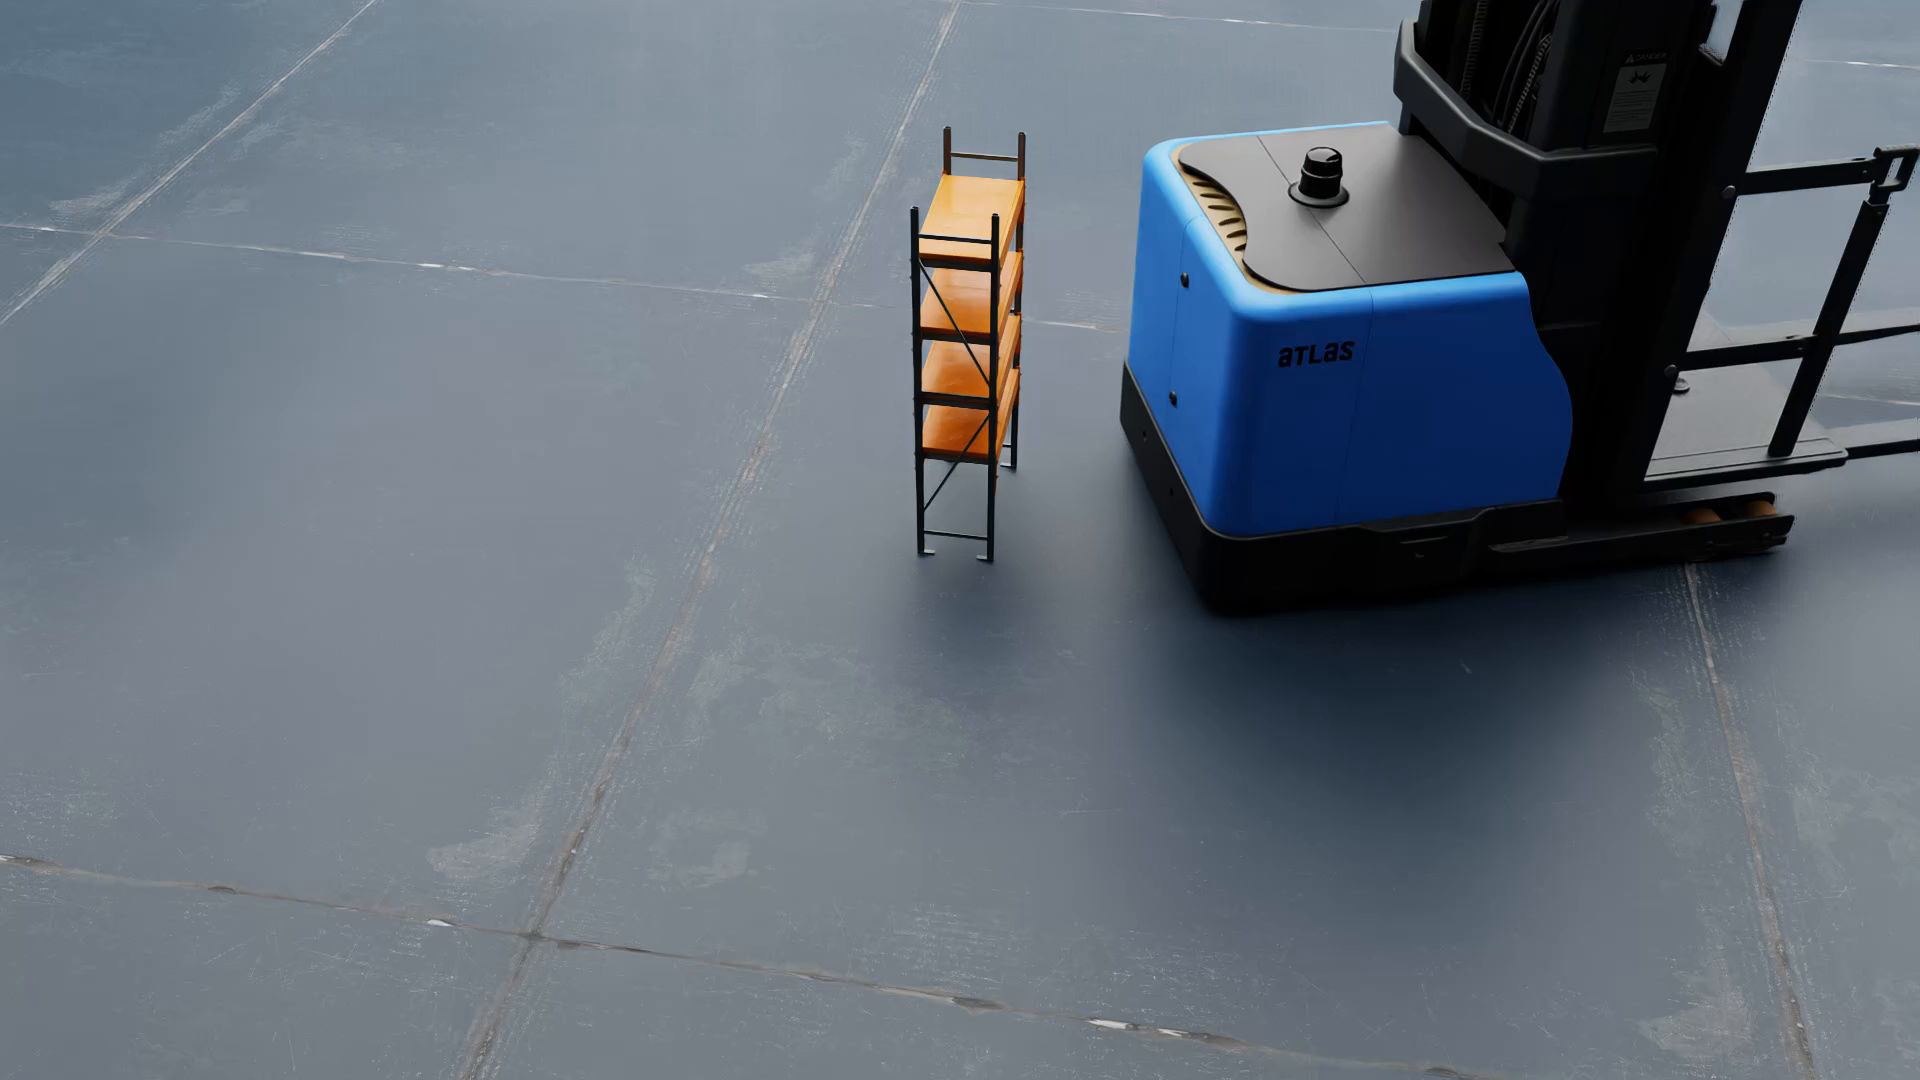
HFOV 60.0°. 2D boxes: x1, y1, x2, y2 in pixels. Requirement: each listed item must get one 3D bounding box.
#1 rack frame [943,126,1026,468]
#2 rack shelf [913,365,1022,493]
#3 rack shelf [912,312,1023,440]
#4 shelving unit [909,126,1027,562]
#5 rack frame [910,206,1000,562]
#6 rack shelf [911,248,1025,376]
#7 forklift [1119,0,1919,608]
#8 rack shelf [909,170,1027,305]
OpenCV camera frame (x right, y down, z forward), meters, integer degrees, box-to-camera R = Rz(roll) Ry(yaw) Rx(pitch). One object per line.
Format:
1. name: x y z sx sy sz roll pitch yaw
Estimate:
1. rack frame: 0.071 -0.719 5.179 0.240 1.200 0.015 6 40 8
2. rack shelf: 0.029 -0.361 5.163 0.258 0.148 0.480 6 40 8
3. rack shelf: 0.029 -0.514 5.036 0.258 0.148 0.480 6 40 8
4. shelving unit: 0.029 -0.566 4.993 0.258 1.200 0.503 6 40 8
5. rack frame: -0.014 -0.413 4.808 0.240 1.200 0.015 6 40 8
6. rack shelf: 0.029 -0.687 4.894 0.258 0.148 0.480 6 40 8
7. forklift: 2.109 -1.388 4.629 3.031 2.935 1.130 -7 40 -8
8. rack shelf: 0.029 -0.869 4.743 0.258 0.148 0.480 6 40 8
